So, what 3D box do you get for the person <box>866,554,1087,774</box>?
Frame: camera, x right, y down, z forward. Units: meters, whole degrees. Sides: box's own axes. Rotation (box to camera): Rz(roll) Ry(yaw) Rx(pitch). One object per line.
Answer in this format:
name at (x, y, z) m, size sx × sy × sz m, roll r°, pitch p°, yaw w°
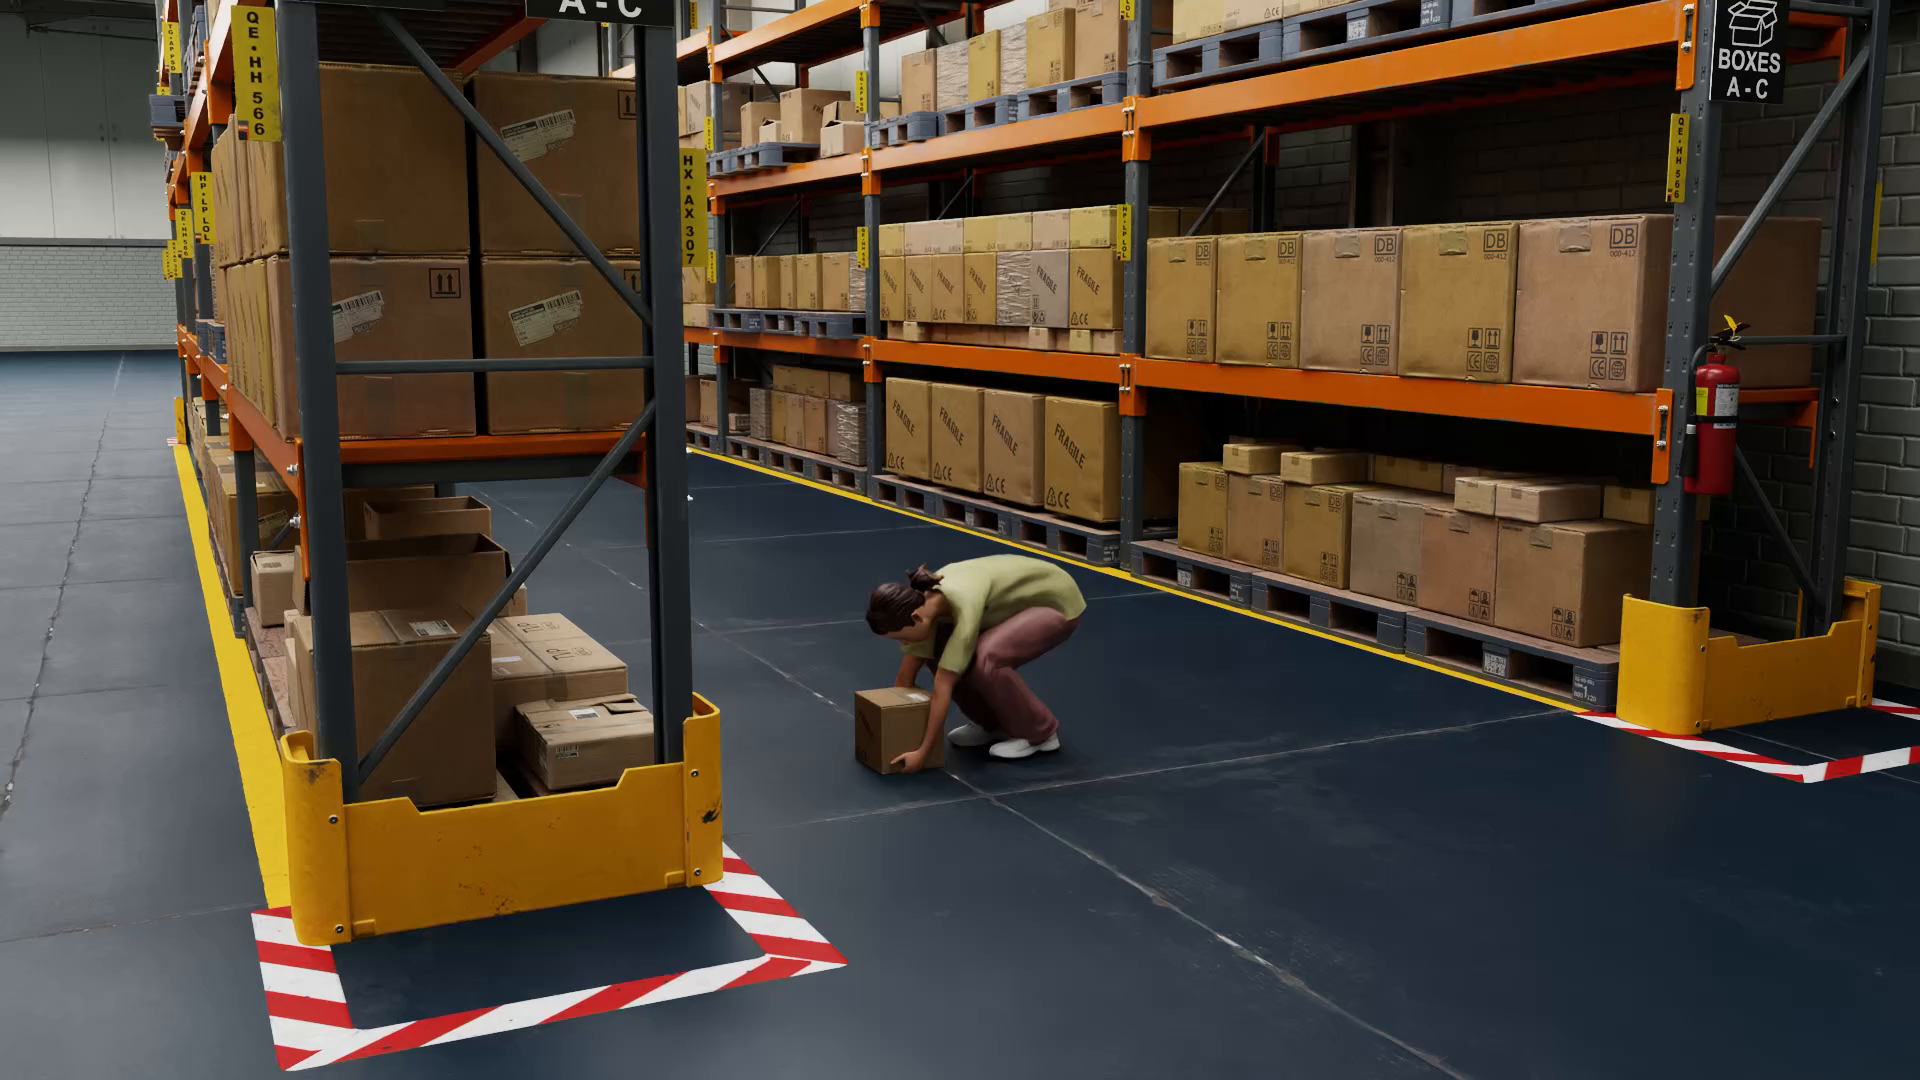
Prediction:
person at (0.056, 0.436, 6.147) m, size 0.867 × 0.754 × 0.455 m, roll -4°, pitch 10°, yaw -27°
